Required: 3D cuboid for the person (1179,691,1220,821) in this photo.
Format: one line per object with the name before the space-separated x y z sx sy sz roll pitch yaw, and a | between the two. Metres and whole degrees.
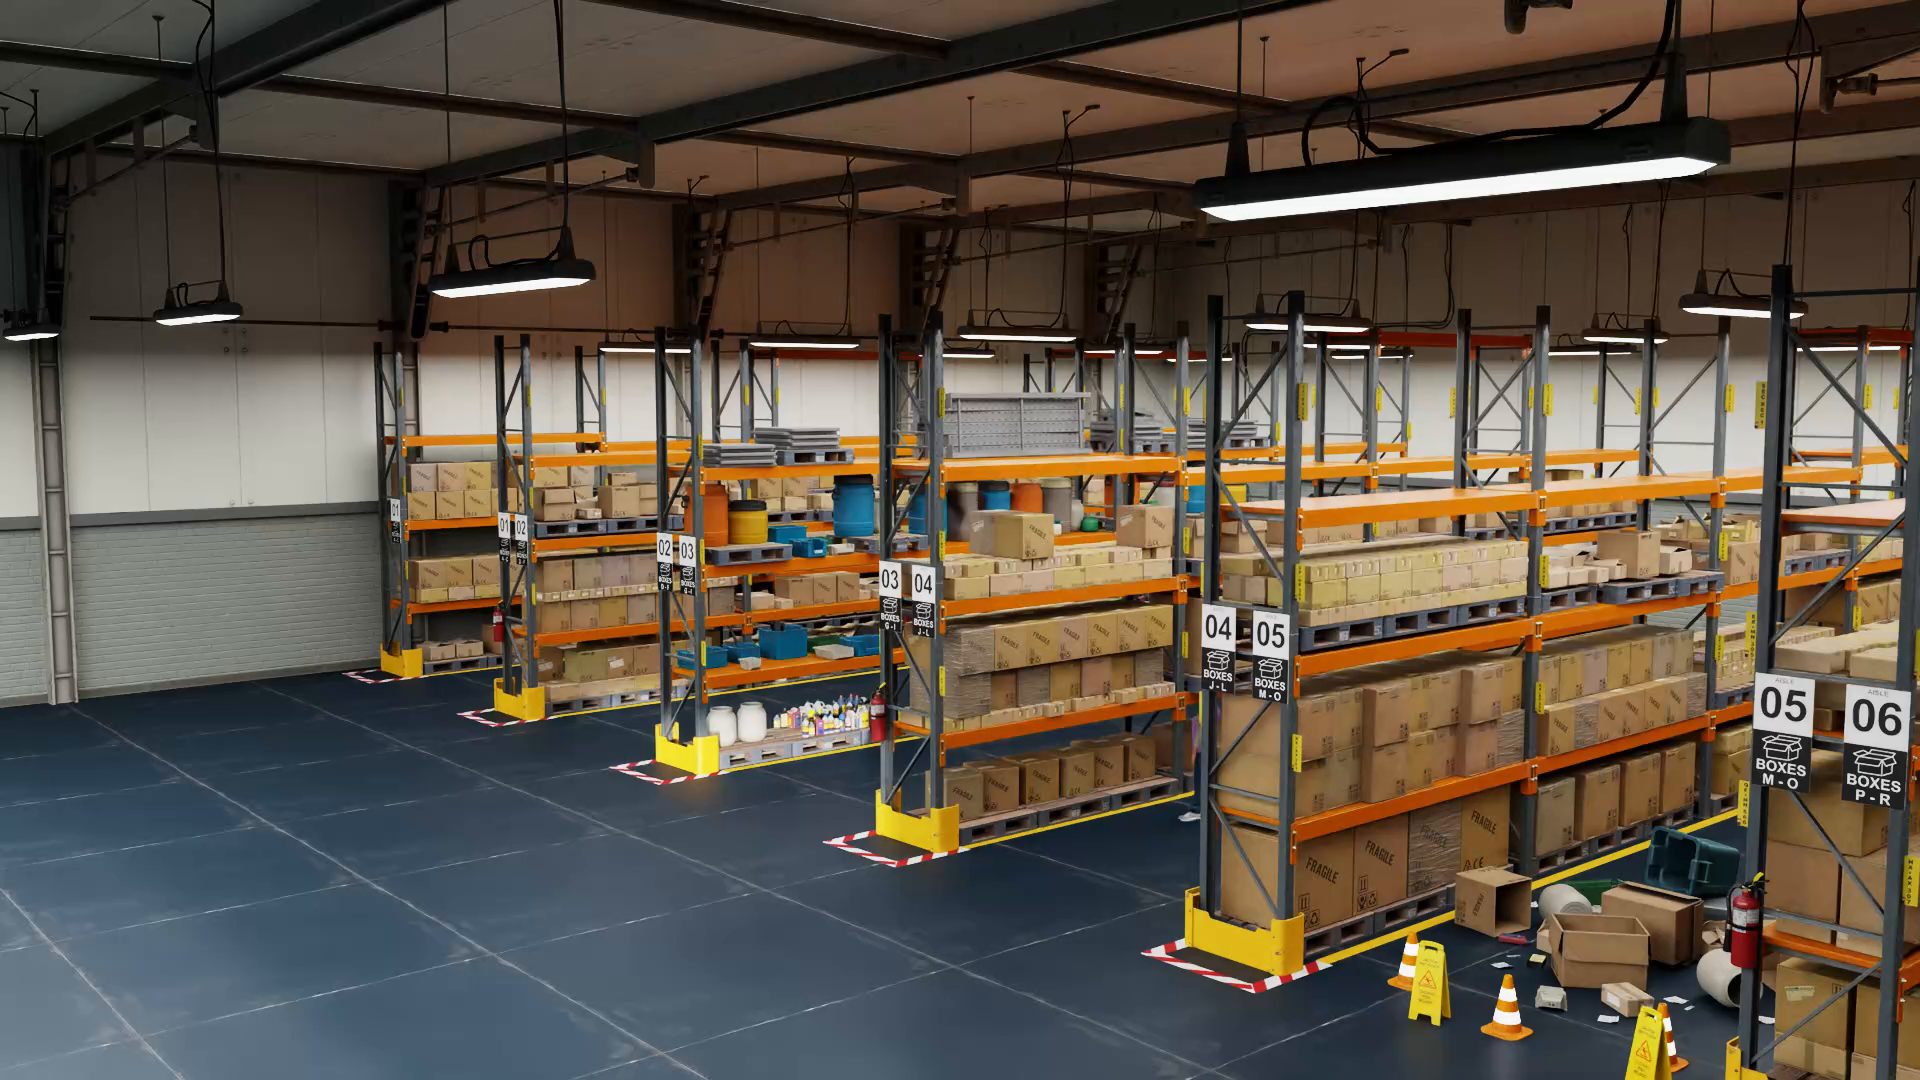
person | 2.892 2.559 19.944 0.492 1.615 0.435 2 5 16
